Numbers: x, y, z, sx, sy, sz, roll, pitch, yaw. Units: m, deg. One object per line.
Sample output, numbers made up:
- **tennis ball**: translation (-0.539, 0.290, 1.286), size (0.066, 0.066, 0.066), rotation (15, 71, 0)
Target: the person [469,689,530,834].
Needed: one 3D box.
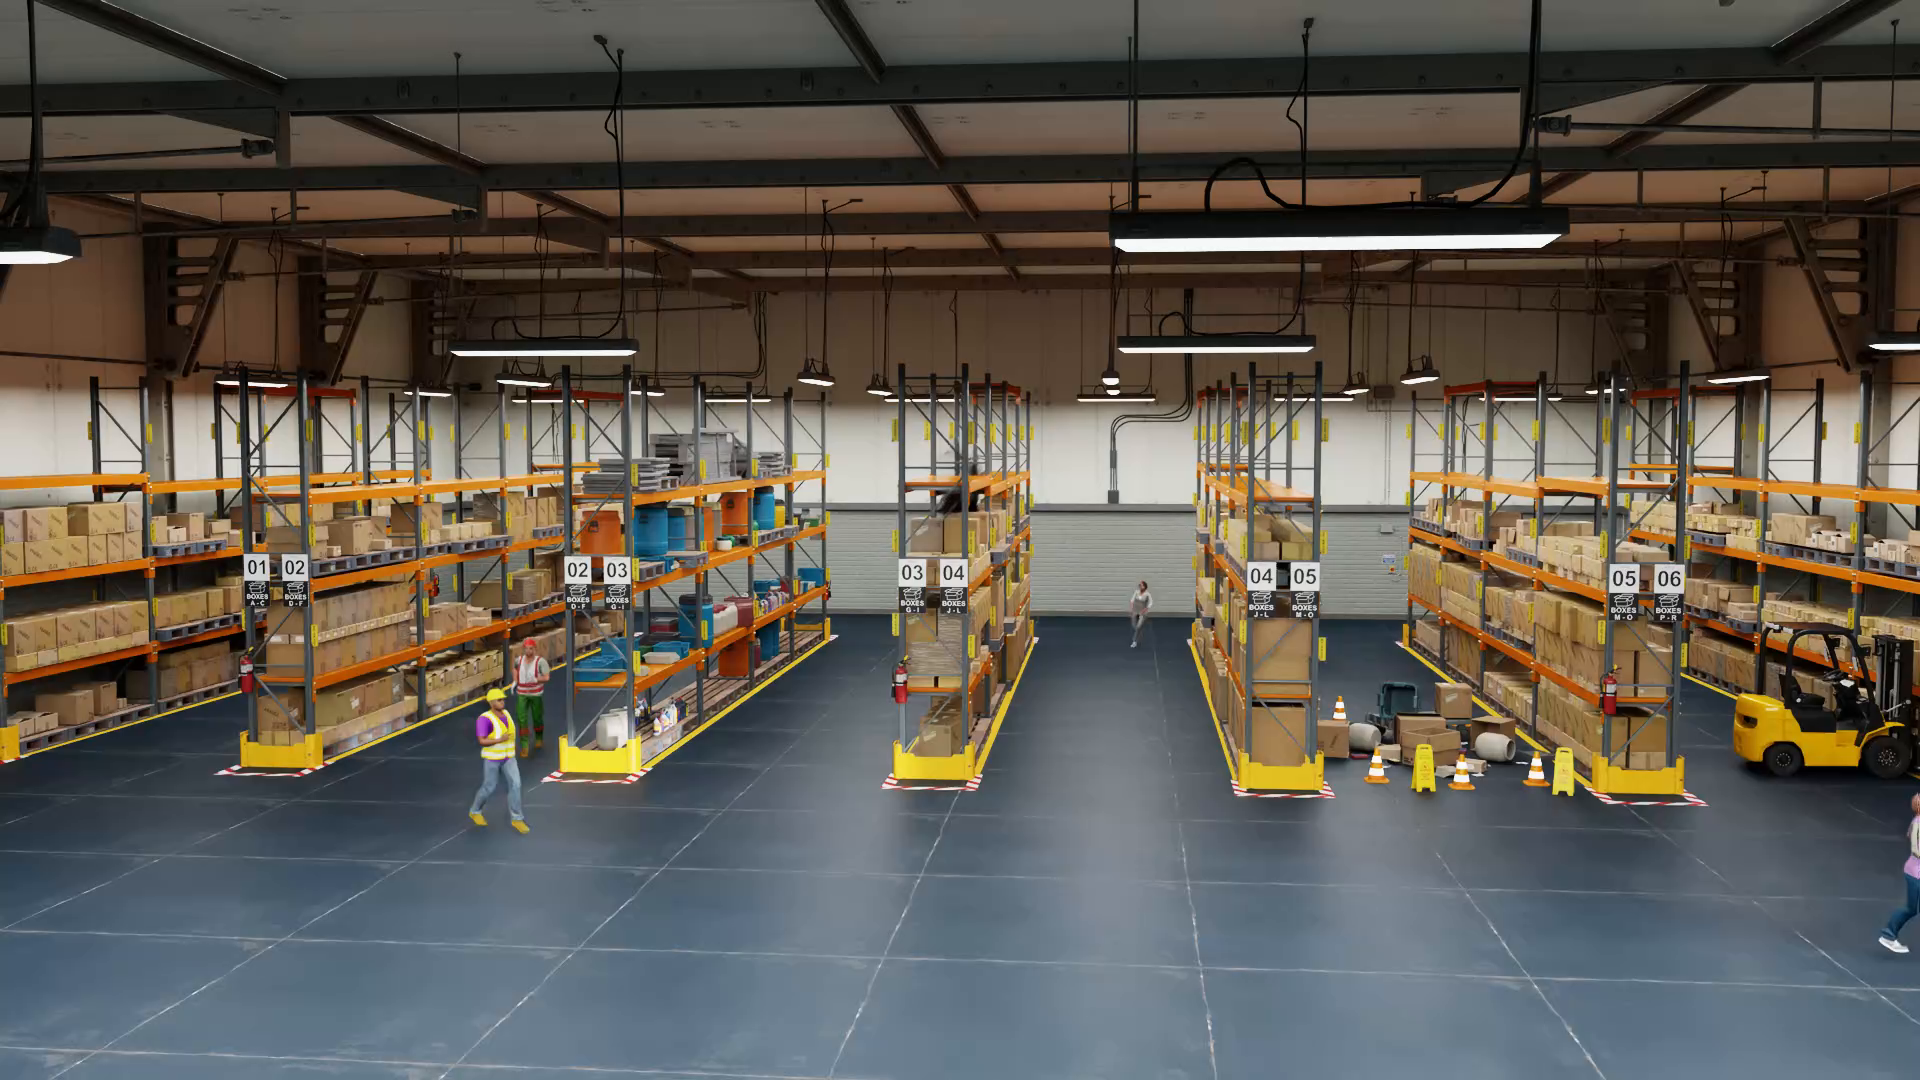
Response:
- **person**: translation (-5.797, 2.762, 20.875), size (0.879, 1.802, 0.683), rotation (2, 4, 33)

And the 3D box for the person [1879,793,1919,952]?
- **person**: translation (9.073, 3.191, 15.688), size (0.522, 1.639, 0.700), rotation (-3, 5, -37)

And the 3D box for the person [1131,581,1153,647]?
- **person**: translation (4.283, 1.733, 39.151), size (0.546, 1.554, 0.555), rotation (1, 4, 21)

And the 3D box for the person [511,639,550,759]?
- **person**: translation (-6.681, 2.443, 25.863), size (0.643, 1.844, 0.876), rotation (0, 4, -4)
